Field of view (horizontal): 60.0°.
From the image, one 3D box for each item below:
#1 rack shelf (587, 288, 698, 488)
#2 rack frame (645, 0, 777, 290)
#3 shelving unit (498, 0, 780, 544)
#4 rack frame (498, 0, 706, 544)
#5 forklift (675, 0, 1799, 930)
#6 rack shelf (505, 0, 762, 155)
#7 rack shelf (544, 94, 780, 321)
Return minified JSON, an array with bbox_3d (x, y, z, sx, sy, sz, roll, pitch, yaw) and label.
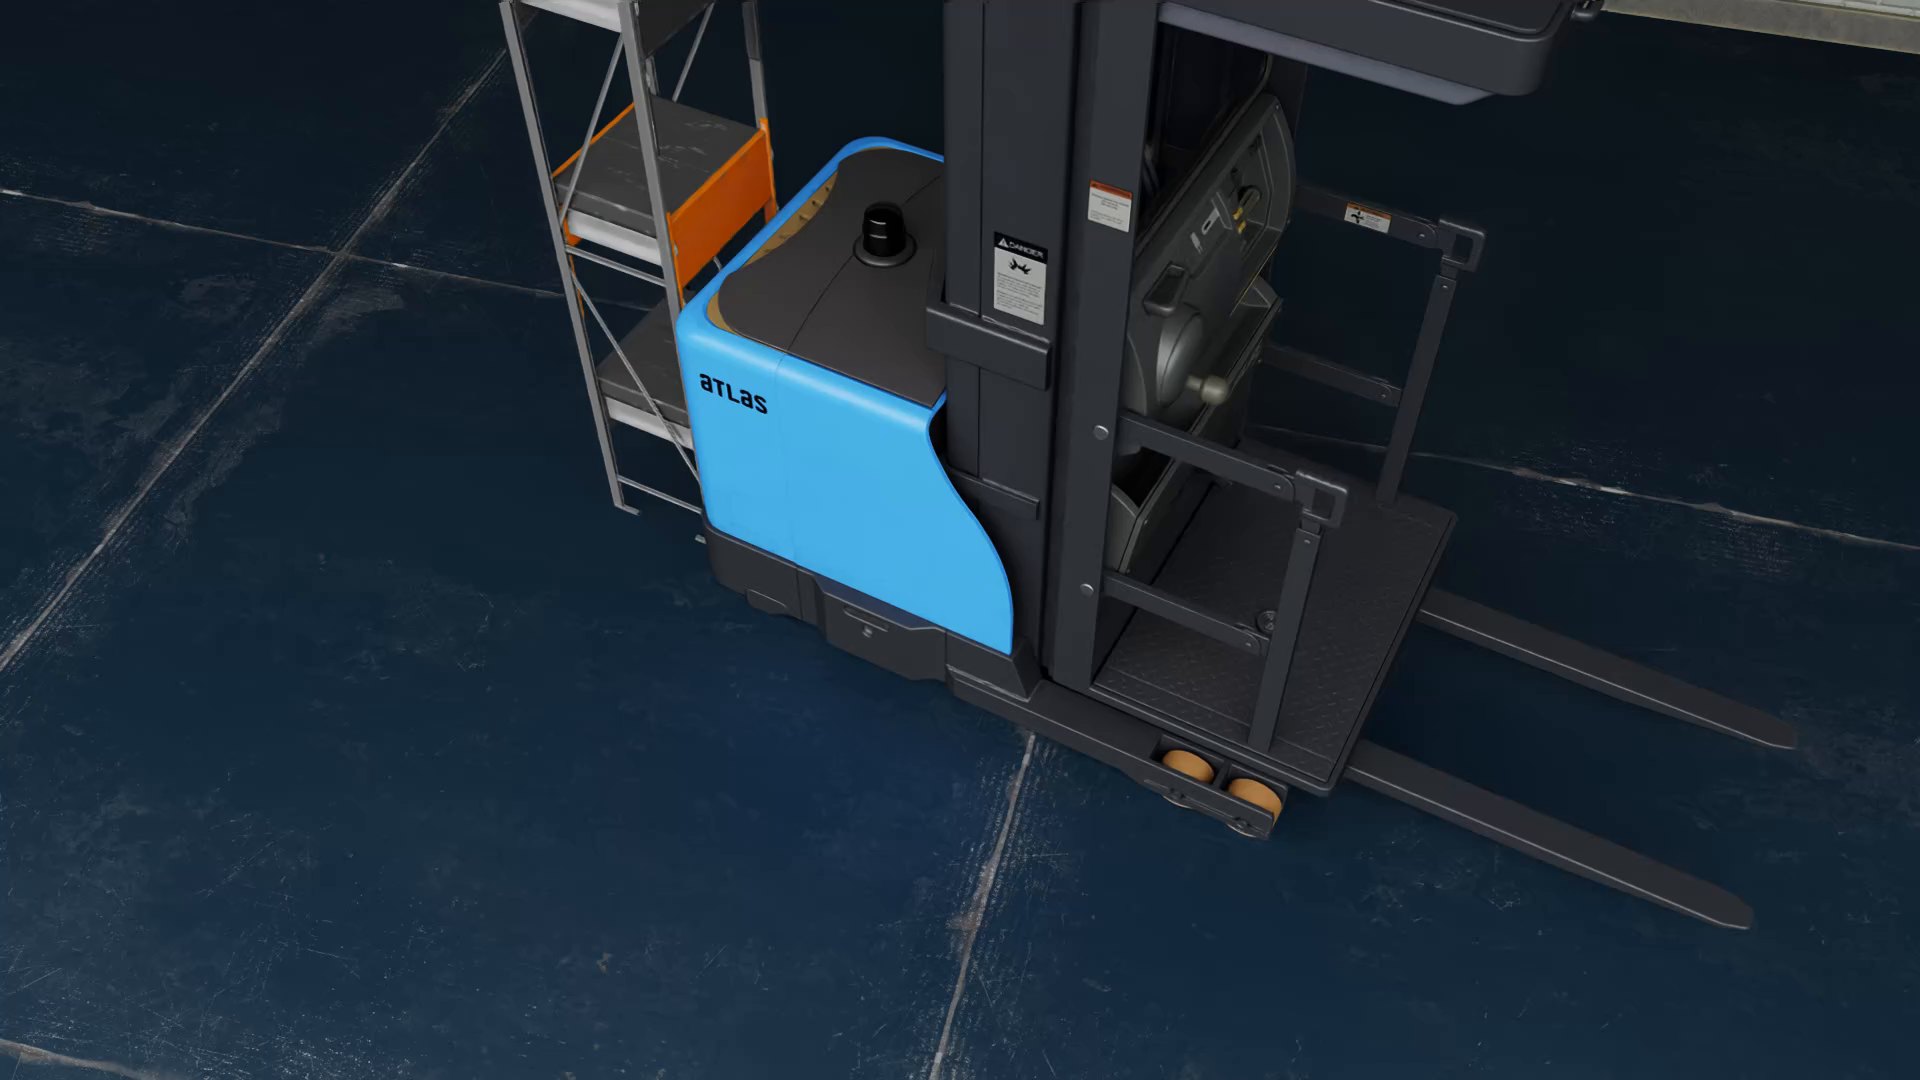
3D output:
[{"bbox_3d":[-0.817,-0.428,5.179,0.431,0.518,0.480,21,52,18],"label":"rack shelf"},{"bbox_3d":[-0.704,-1.063,4.787,0.400,2.100,0.015,21,52,18],"label":"rack frame"},{"bbox_3d":[-0.817,-0.901,4.644,0.431,2.100,0.503,21,52,18],"label":"shelving unit"},{"bbox_3d":[-0.931,-0.739,4.501,0.400,2.100,0.015,21,52,18],"label":"rack frame"},{"bbox_3d":[0.778,-0.622,3.844,3.031,2.935,1.130,22,52,18],"label":"forklift"},{"bbox_3d":[-0.817,-1.355,4.130,0.431,0.518,0.480,21,52,18],"label":"rack shelf"},{"bbox_3d":[-0.817,-0.892,4.655,0.431,0.518,0.480,21,52,18],"label":"rack shelf"}]
